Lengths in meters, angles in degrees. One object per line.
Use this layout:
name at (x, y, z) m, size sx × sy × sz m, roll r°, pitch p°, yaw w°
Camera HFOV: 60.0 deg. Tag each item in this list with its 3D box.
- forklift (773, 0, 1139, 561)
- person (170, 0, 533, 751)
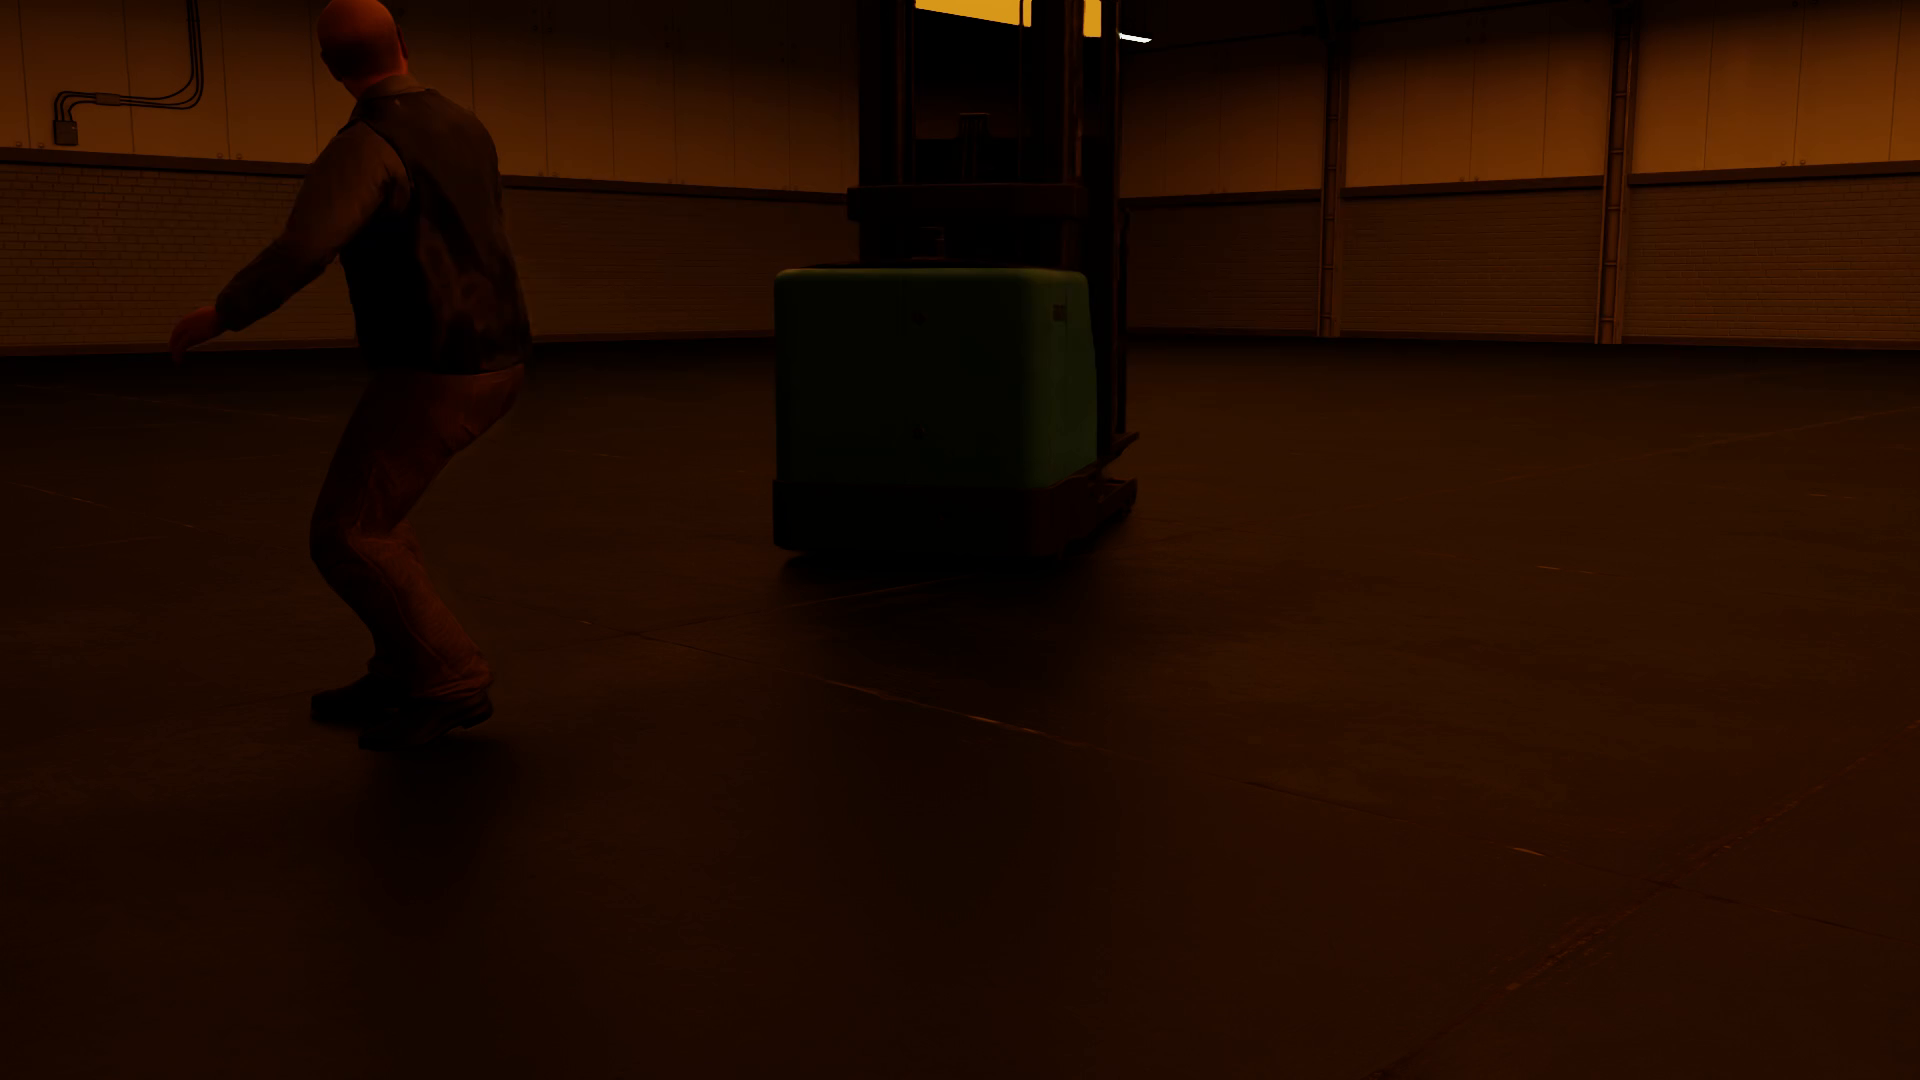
forklift at (0.181, -1.552, 7.178) m, size 1.130 × 2.935 × 3.031 m, roll 2°, pitch 9°, yaw 14°
person at (-1.347, -0.377, 3.779) m, size 0.694 × 1.660 × 0.770 m, roll 0°, pitch 9°, yaw 0°
